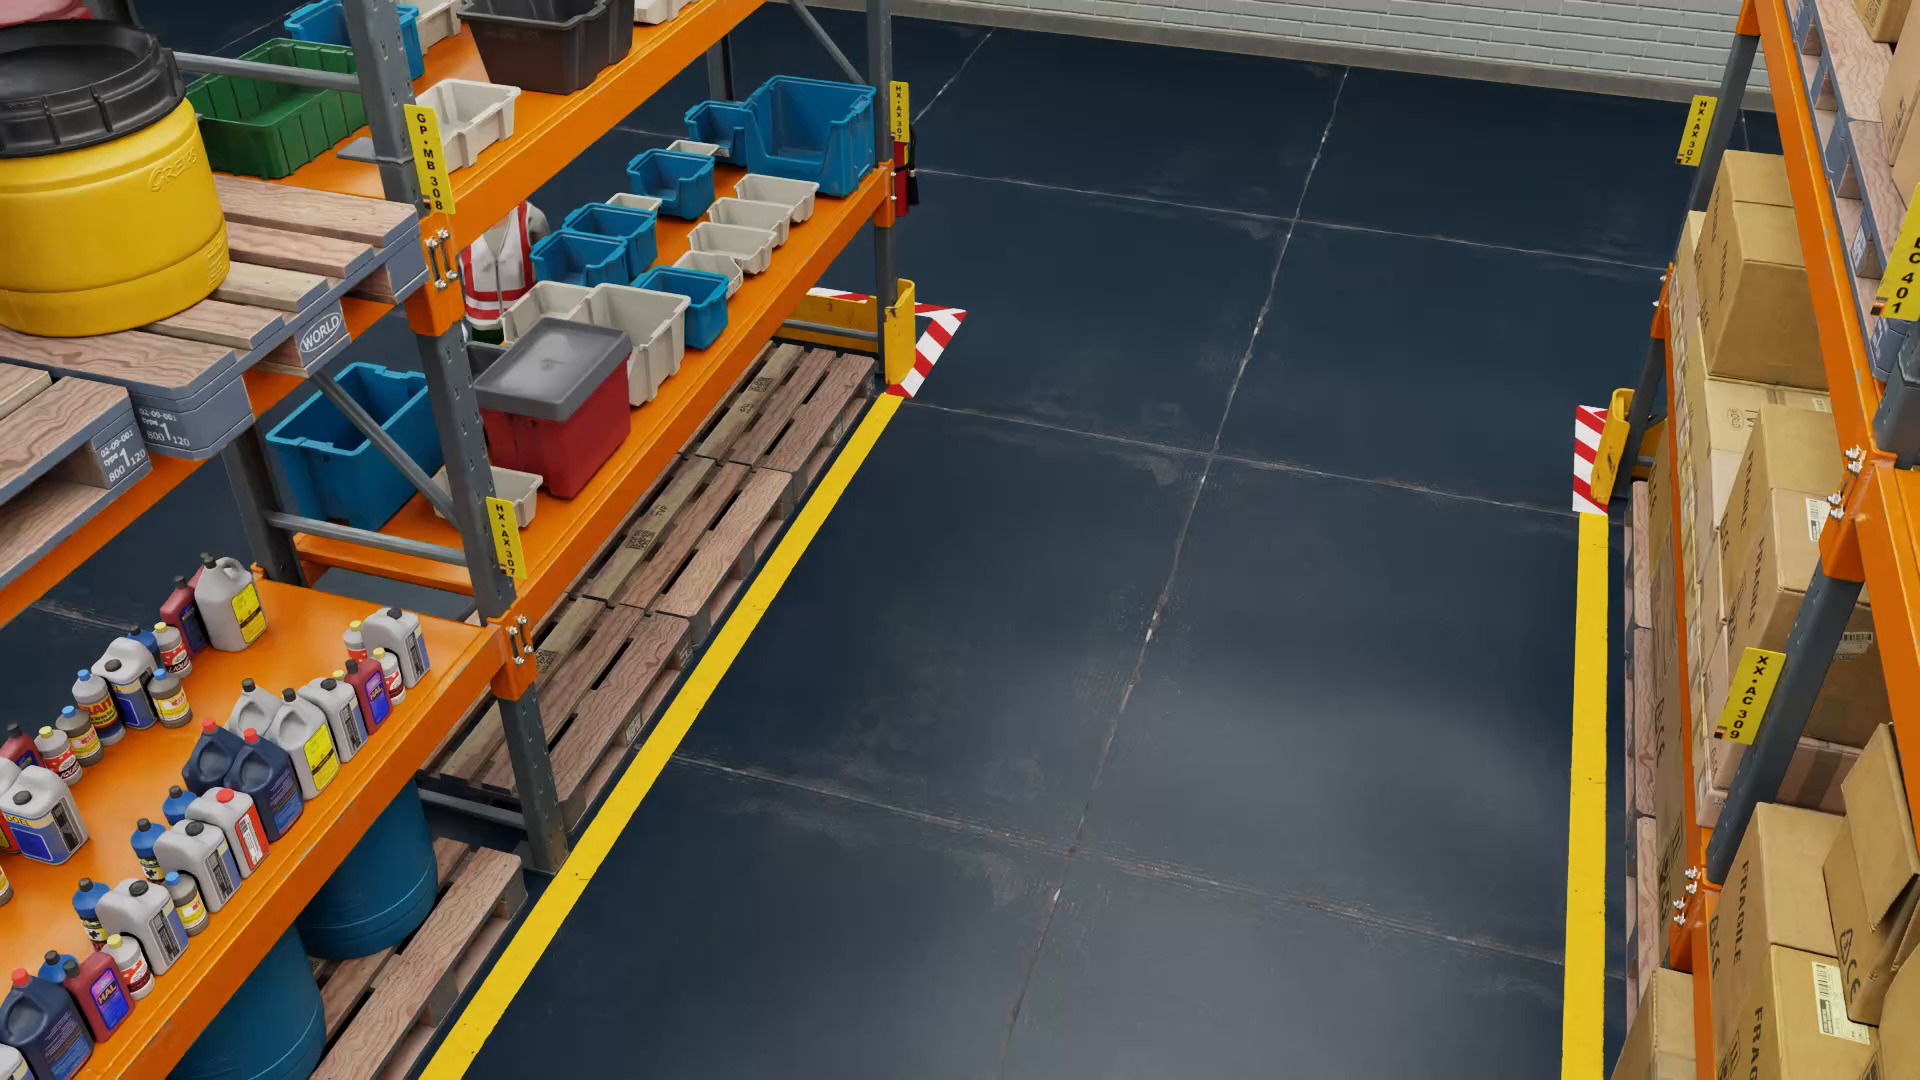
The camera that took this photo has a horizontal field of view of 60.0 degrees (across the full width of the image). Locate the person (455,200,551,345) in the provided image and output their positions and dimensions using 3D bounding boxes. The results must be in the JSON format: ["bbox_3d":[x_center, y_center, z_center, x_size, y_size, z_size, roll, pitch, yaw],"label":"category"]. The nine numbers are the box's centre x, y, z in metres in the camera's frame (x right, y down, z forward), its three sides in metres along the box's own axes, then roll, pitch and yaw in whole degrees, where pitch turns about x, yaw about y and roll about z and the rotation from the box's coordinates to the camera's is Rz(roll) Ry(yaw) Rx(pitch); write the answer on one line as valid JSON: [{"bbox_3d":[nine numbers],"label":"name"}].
[{"bbox_3d":[-2.276,-1.111,8.368,0.579,1.765,0.950,-5,37,-7],"label":"person"}]
